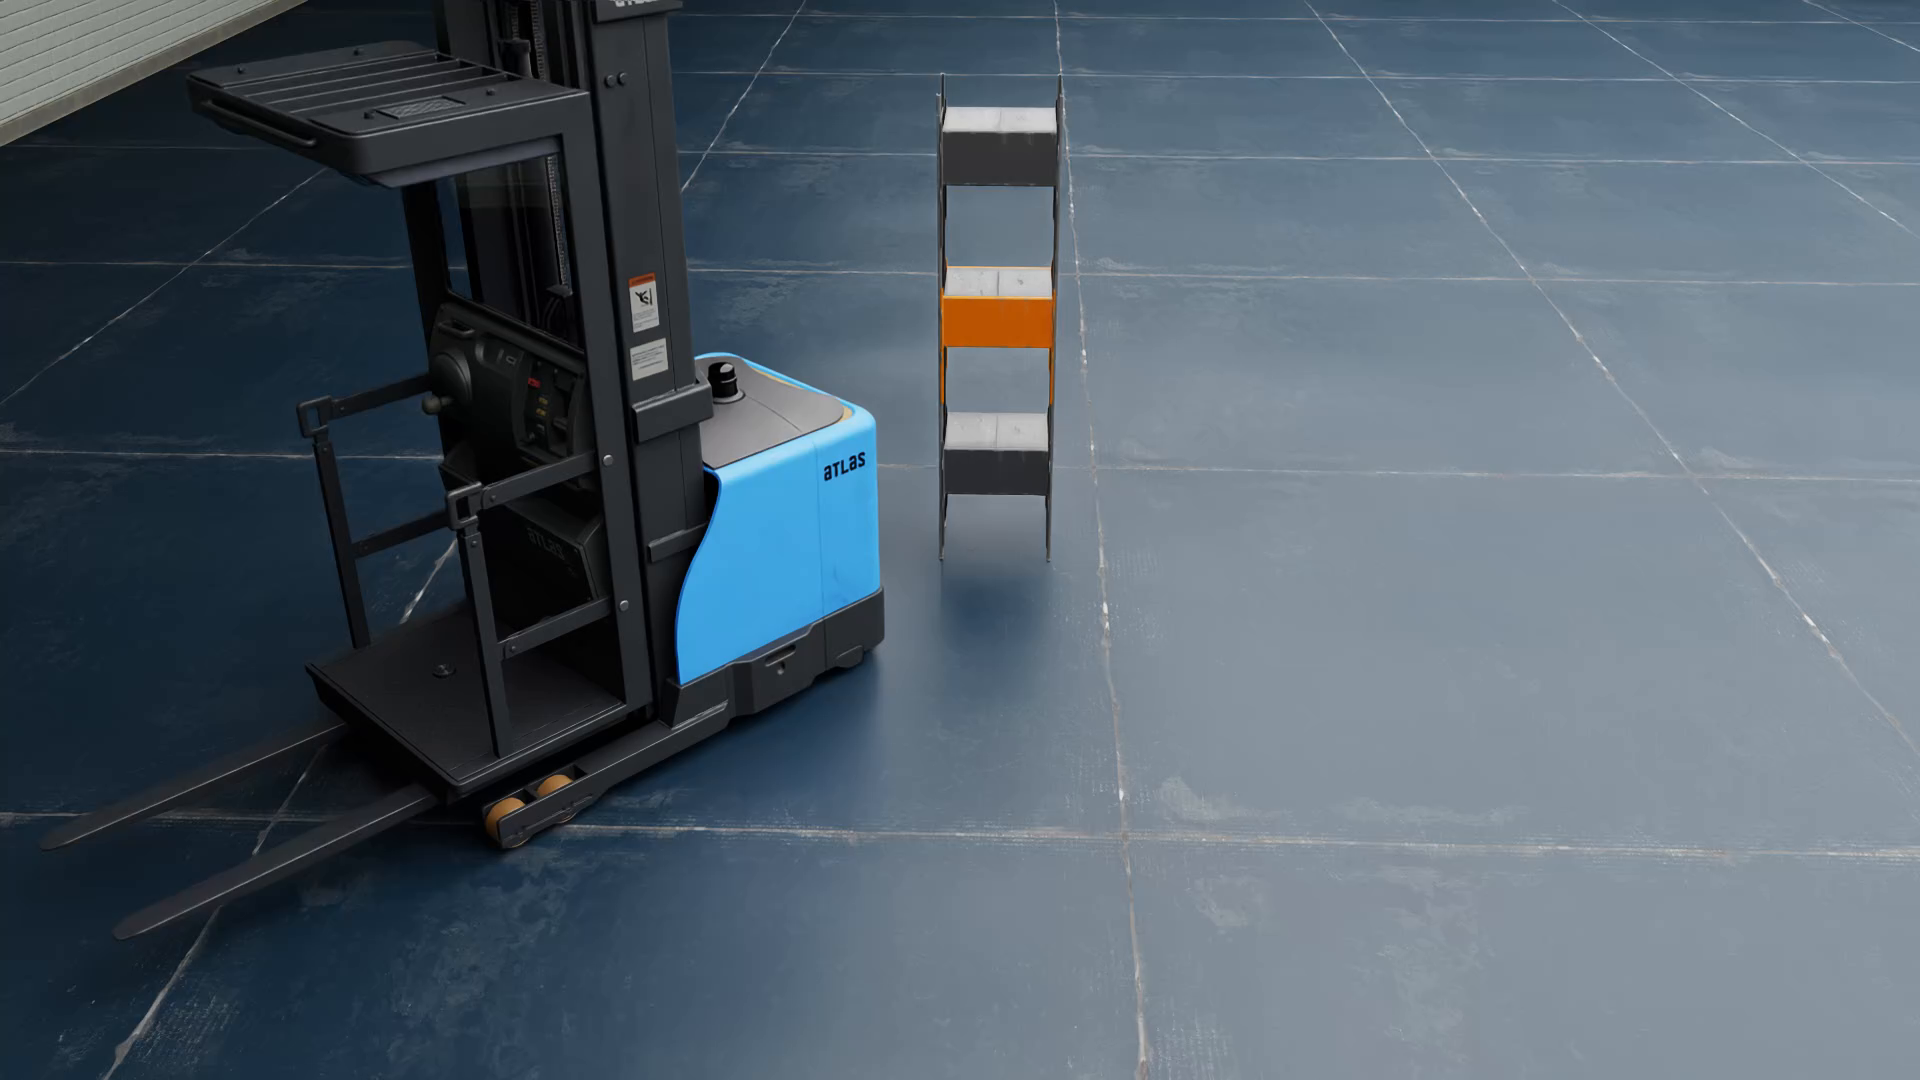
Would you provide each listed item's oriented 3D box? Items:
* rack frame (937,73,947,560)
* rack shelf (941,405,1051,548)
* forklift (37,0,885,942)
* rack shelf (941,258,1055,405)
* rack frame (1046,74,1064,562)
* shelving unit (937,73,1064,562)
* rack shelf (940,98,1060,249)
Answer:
[{"bbox_3d":[-0.078,-0.929,7.261,0.015,2.100,0.400,1,28,2],"label":"rack frame"},{"bbox_3d":[0.165,-0.294,7.587,0.480,0.518,0.431,1,28,2],"label":"rack shelf"},{"bbox_3d":[-1.704,-0.505,5.574,1.130,2.935,3.031,25,37,38],"label":"forklift"},{"bbox_3d":[0.165,-0.913,7.259,0.480,0.518,0.431,1,28,2],"label":"rack shelf"},{"bbox_3d":[0.409,-0.921,7.245,0.015,2.100,0.400,1,28,2],"label":"rack frame"},{"bbox_3d":[0.165,-0.925,7.253,0.503,2.100,0.431,1,28,2],"label":"shelving unit"},{"bbox_3d":[0.165,-1.531,6.932,0.480,0.518,0.431,1,28,2],"label":"rack shelf"}]
